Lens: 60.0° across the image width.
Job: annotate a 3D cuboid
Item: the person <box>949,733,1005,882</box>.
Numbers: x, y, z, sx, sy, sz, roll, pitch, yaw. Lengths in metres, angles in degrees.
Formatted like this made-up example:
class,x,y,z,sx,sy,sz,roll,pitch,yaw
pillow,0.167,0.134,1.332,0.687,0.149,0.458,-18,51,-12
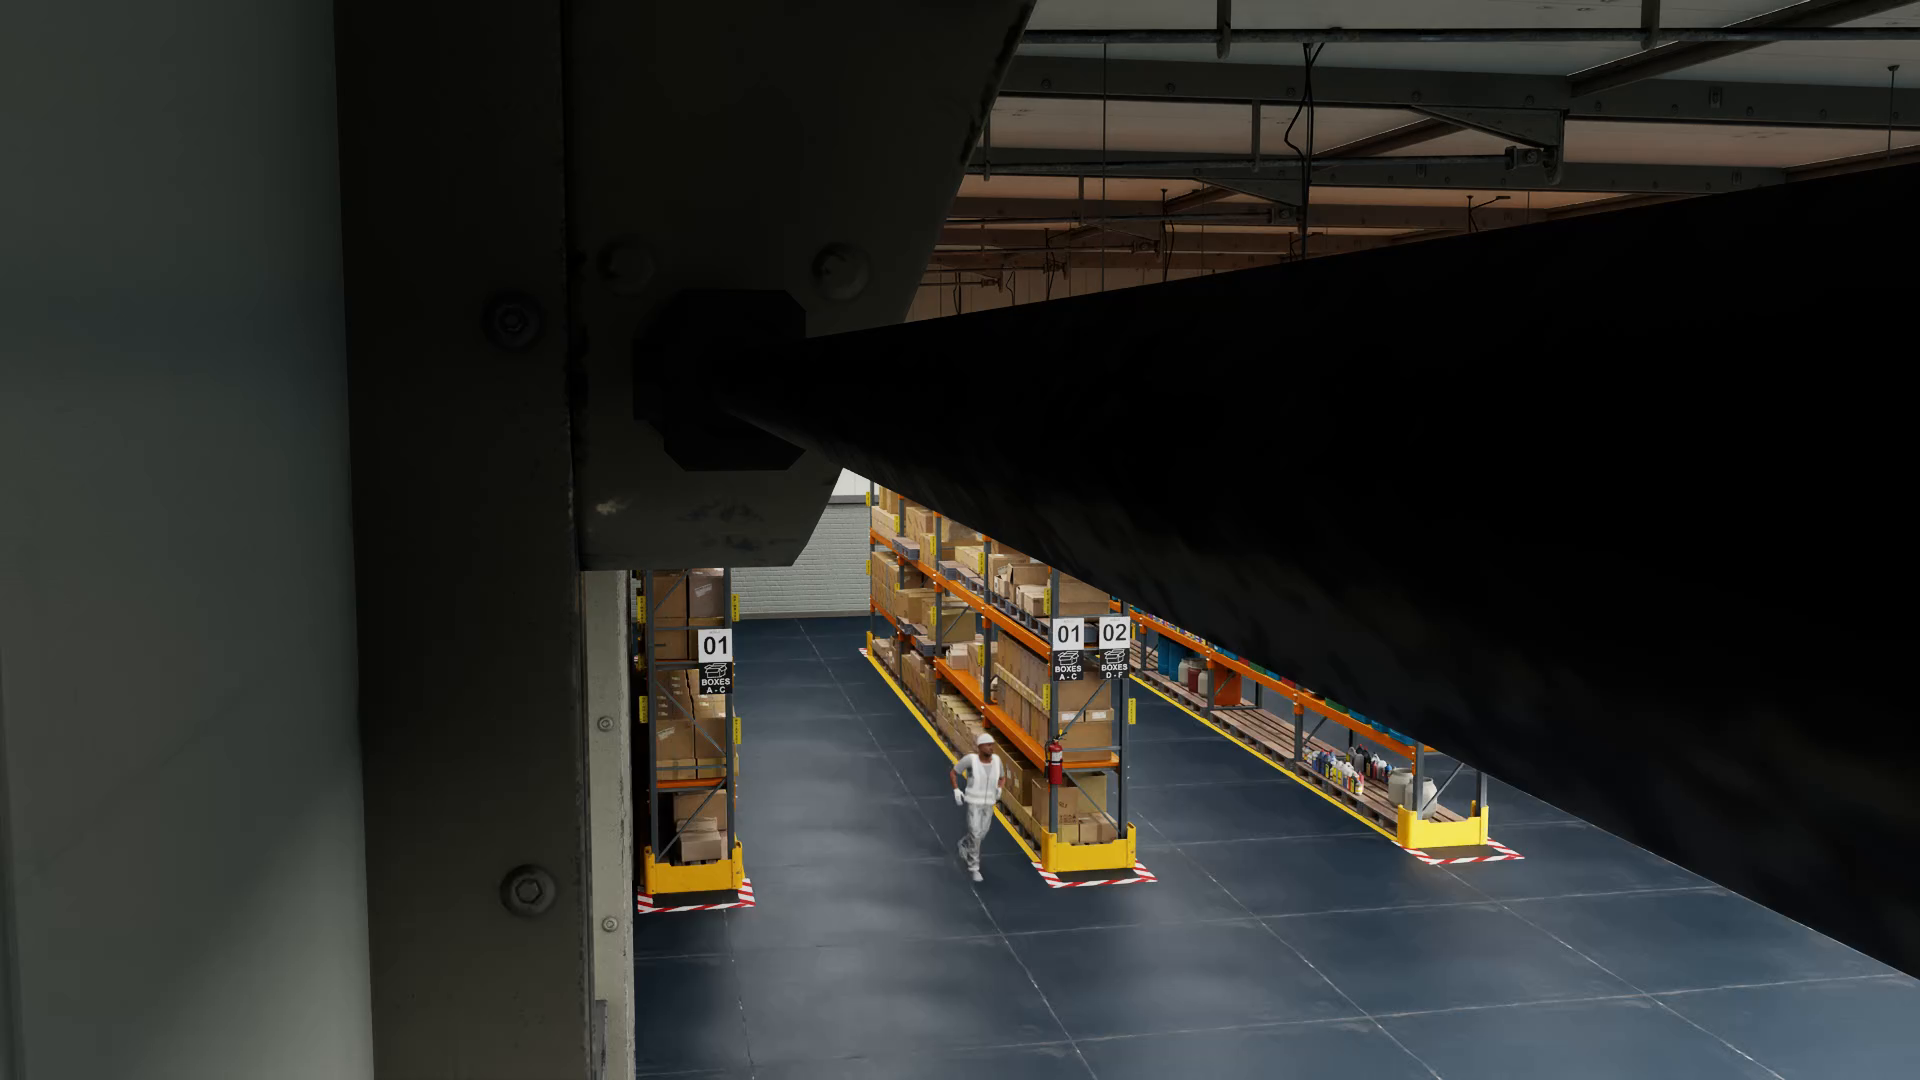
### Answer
class,x,y,z,sx,sy,sz,roll,pitch,yaw
person,0.243,3.301,20.849,0.726,1.785,0.872,-3,7,-26
